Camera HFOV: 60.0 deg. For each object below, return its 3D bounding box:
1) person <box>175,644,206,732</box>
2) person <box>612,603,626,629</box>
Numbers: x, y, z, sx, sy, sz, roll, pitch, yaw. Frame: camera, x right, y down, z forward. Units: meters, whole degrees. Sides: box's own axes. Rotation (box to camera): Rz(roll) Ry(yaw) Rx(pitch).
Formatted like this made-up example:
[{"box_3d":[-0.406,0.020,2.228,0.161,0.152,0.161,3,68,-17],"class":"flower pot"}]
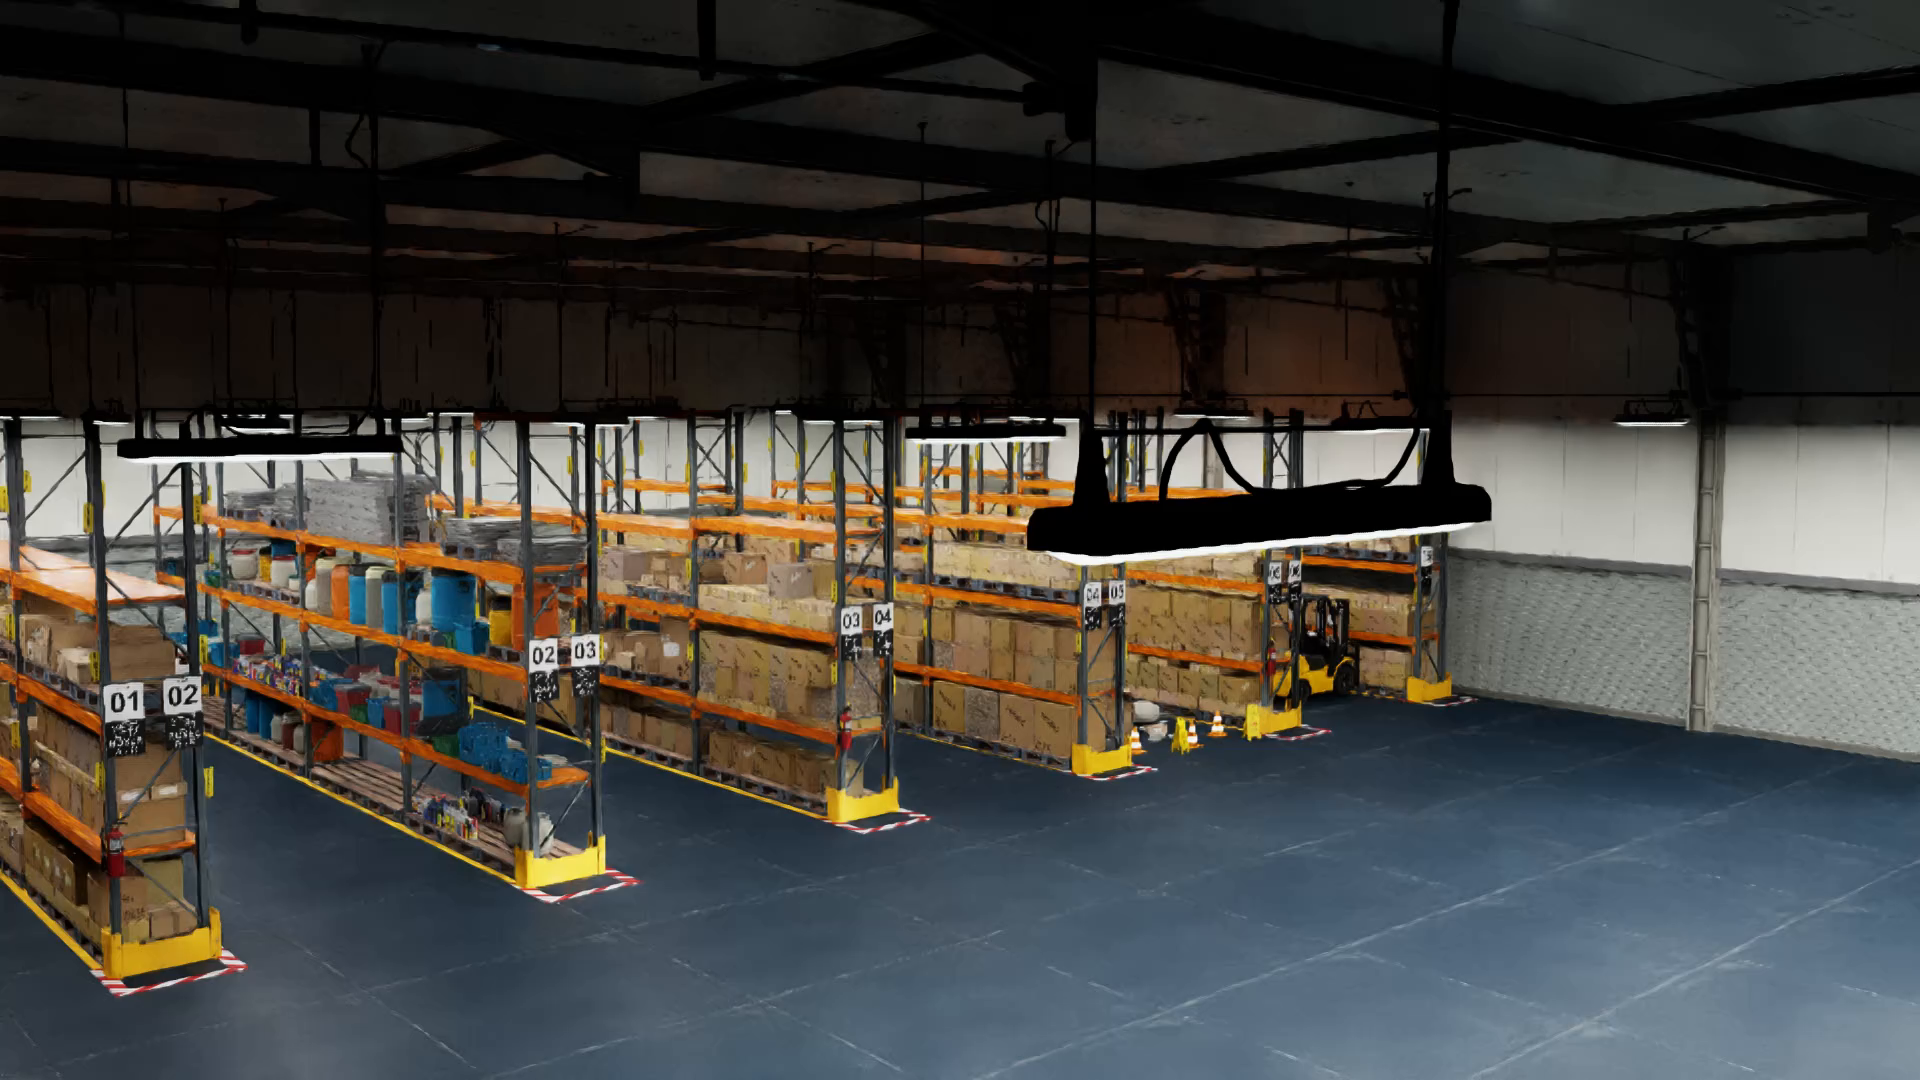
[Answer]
[{"box_3d":[-14.303,2.773,30.690,0.617,1.726,0.900,-1,5,-9],"class":"person"},{"box_3d":[-7.675,2.154,37.283,0.637,1.775,0.676,-1,5,-12],"class":"person"}]
